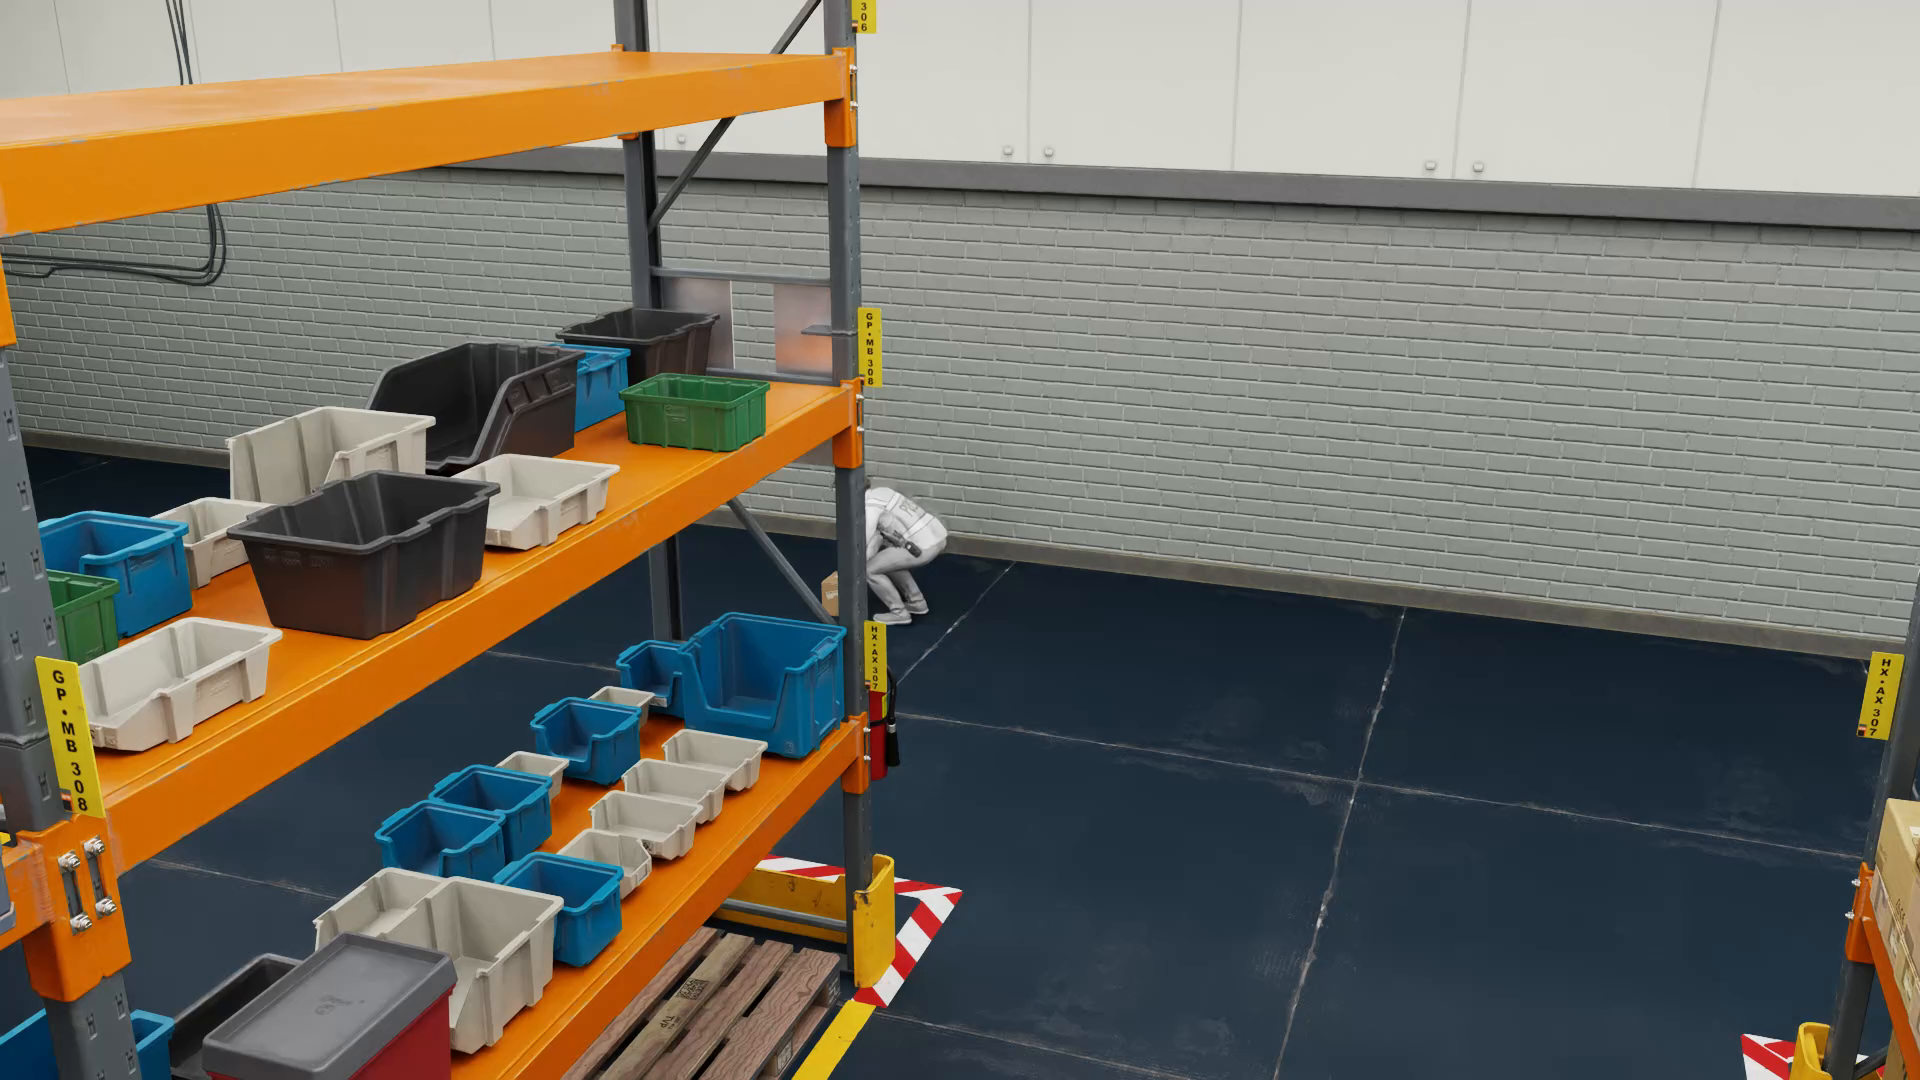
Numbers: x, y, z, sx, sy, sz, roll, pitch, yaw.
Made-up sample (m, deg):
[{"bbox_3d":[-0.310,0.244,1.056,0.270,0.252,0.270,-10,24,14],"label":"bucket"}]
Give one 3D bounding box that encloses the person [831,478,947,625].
[{"bbox_3d":[-0.514,0.046,11.811,0.819,1.101,0.510,6,20,18],"label":"person"}]
